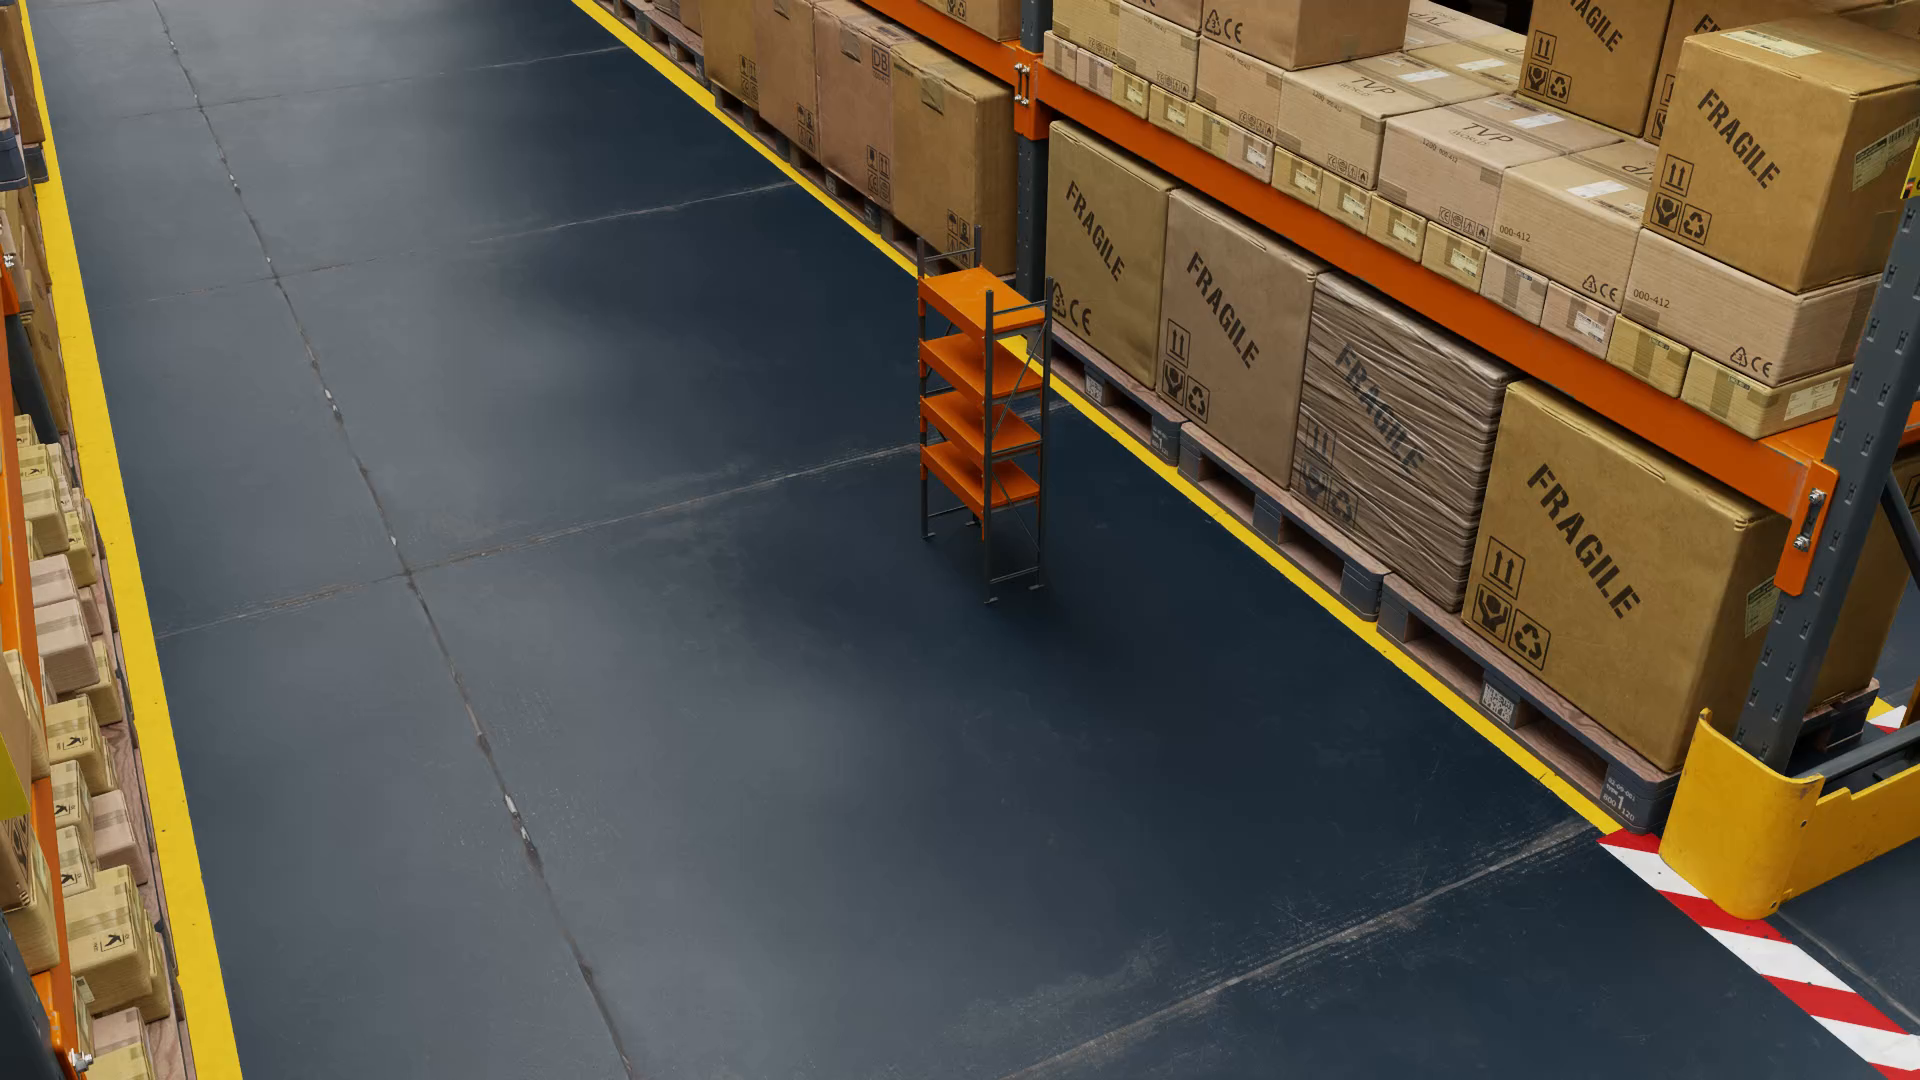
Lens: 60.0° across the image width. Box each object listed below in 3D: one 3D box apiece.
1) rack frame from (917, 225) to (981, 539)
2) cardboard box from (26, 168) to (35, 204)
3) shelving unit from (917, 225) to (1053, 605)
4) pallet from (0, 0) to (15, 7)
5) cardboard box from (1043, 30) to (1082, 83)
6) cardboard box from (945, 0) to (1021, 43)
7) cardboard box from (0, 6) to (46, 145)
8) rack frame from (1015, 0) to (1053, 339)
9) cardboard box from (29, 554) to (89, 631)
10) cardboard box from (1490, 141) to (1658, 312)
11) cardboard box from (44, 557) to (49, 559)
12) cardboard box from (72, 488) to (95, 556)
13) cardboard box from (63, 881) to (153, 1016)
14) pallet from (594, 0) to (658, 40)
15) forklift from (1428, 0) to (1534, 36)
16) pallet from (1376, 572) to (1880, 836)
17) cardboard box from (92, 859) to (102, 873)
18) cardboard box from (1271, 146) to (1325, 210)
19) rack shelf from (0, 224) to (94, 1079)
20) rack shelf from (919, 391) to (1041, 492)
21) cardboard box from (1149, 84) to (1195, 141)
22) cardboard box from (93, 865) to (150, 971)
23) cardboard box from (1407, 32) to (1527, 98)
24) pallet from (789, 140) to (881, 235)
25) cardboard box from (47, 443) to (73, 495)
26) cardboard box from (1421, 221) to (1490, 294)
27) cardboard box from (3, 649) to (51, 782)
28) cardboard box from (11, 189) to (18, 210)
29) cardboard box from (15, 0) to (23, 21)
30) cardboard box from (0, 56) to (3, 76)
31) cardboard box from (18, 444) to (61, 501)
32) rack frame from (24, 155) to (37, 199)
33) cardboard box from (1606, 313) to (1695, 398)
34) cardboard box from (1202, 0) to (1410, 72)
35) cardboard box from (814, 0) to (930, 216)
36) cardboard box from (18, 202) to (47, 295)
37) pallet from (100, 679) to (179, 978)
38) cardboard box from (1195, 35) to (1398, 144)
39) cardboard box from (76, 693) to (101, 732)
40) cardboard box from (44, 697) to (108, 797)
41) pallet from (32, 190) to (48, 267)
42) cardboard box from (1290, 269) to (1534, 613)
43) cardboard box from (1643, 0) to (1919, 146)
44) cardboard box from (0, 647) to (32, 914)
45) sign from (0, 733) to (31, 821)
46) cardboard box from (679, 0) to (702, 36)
[{"bbox_3d":[-0.037,-0.543,5.985,0.240,1.200,0.015,-16,36,-23],"label":"rack frame"},{"bbox_3d":[-5.037,-1.931,8.412,0.500,0.500,0.500,-16,36,-23],"label":"cardboard box"},{"bbox_3d":[0.077,-0.426,5.803,0.258,1.200,0.503,-16,36,-23],"label":"shelving unit"},{"bbox_3d":[-5.149,-2.661,7.801,1.213,0.211,1.003,-16,36,-23],"label":"pallet"},{"bbox_3d":[0.568,-2.015,6.847,0.380,0.149,0.250,-16,36,-23],"label":"cardboard box"},{"bbox_3d":[0.265,-2.542,7.345,0.500,0.500,0.500,-16,36,-23],"label":"cardboard box"},{"bbox_3d":[-5.780,-2.598,9.221,1.050,0.750,0.750,-16,36,-24],"label":"cardboard box"},{"bbox_3d":[0.725,-2.346,7.130,1.000,3.000,0.127,-16,36,-23],"label":"rack frame"},{"bbox_3d":[-2.777,0.210,4.844,0.380,0.149,0.250,-18,37,-25],"label":"cardboard box"},{"bbox_3d":[1.893,-0.905,4.746,0.500,0.250,0.500,-17,36,-24],"label":"cardboard box"},{"bbox_3d":[-2.974,0.216,5.110,0.380,0.149,0.250,-16,36,-23],"label":"cardboard box"},{"bbox_3d":[-3.226,-0.021,5.756,0.380,0.149,0.250,-15,36,-23],"label":"cardboard box"},{"bbox_3d":[-2.028,0.947,3.694,0.380,0.149,0.250,-16,36,-23],"label":"cardboard box"},{"bbox_3d":[-2.068,-4.035,12.353,1.003,0.211,1.213,-16,36,-23],"label":"pallet"},{"bbox_3d":[2.013,-2.381,7.249,3.031,2.935,1.130,25,40,34],"label":"forklift"},{"bbox_3d":[2.148,0.376,5.468,1.003,0.211,1.213,-16,36,-23],"label":"pallet"},{"bbox_3d":[-2.348,0.987,4.182,0.380,0.149,0.250,-16,36,-23],"label":"cardboard box"},{"bbox_3d":[1.297,-1.271,5.687,0.380,0.149,0.250,-17,36,-24],"label":"cardboard box"},{"bbox_3d":[-2.778,0.111,3.963,1.077,0.370,4.000,-16,36,-23],"label":"rack shelf"},{"bbox_3d":[0.077,-0.370,5.839,0.258,0.148,0.480,-16,36,-23],"label":"rack shelf"},{"bbox_3d":[0.938,-1.639,6.260,0.380,0.149,0.250,-17,36,-24],"label":"cardboard box"},{"bbox_3d":[-2.156,0.957,3.953,0.380,0.149,0.250,-15,35,-22],"label":"cardboard box"},{"bbox_3d":[1.878,-1.530,5.722,0.500,0.250,0.500,-17,36,-24],"label":"cardboard box"},{"bbox_3d":[-0.274,-2.104,9.338,1.003,0.211,1.213,-16,36,-23],"label":"pallet"},{"bbox_3d":[-3.282,-0.178,5.724,0.380,0.149,0.250,-15,36,-22],"label":"cardboard box"},{"bbox_3d":[1.655,-0.905,5.115,0.380,0.149,0.250,-17,36,-24],"label":"cardboard box"},{"bbox_3d":[-1.940,0.379,3.111,0.380,0.149,0.250,-17,36,-24],"label":"cardboard box"},{"bbox_3d":[-4.305,-1.503,7.049,0.500,0.250,0.500,-14,35,-21],"label":"cardboard box"},{"bbox_3d":[-7.071,-3.920,11.284,1.050,0.750,0.750,-16,36,-23],"label":"cardboard box"},{"bbox_3d":[-3.734,-1.772,6.079,0.380,0.149,0.250,-16,36,-23],"label":"cardboard box"},{"bbox_3d":[-3.160,-0.157,5.416,0.380,0.149,0.250,-15,36,-23],"label":"cardboard box"},{"bbox_3d":[-5.575,-3.055,8.238,1.000,3.000,0.127,-16,36,-23],"label":"rack frame"},{"bbox_3d":[2.010,-0.542,4.548,0.380,0.149,0.250,-15,36,-23],"label":"cardboard box"},{"bbox_3d":[1.191,-1.946,5.676,0.500,0.500,0.500,-17,36,-25],"label":"cardboard box"},{"bbox_3d":[-0.009,-2.354,8.725,1.225,0.875,0.875,-17,36,-25],"label":"cardboard box"},{"bbox_3d":[-4.324,-1.189,7.252,0.500,0.500,0.500,-15,36,-22],"label":"cardboard box"},{"bbox_3d":[-2.793,0.922,4.614,1.003,0.211,1.213,-16,36,-23],"label":"pallet"},{"bbox_3d":[1.186,-1.633,5.882,0.500,0.250,0.500,-15,36,-22],"label":"cardboard box"},{"bbox_3d":[-2.681,0.614,4.764,0.380,0.149,0.250,-15,36,-22],"label":"cardboard box"},{"bbox_3d":[-2.420,0.577,4.270,0.380,0.149,0.250,-15,36,-22],"label":"cardboard box"},{"bbox_3d":[-5.212,-1.508,8.408,1.003,0.211,1.213,-16,36,-23],"label":"pallet"},{"bbox_3d":[1.796,-0.438,5.734,0.875,0.875,0.875,-16,36,-23],"label":"cardboard box"},{"bbox_3d":[2.372,-1.350,4.745,0.500,0.500,0.500,-17,36,-24],"label":"cardboard box"},{"bbox_3d":[-1.810,0.312,2.615,0.500,0.500,0.500,-14,35,-21],"label":"cardboard box"},{"bbox_3d":[-1.365,0.262,2.259,0.100,0.325,0.005,-16,36,-23],"label":"sign"},{"bbox_3d":[-1.470,-3.702,11.157,0.700,0.500,0.500,-18,37,-26],"label":"cardboard box"}]
